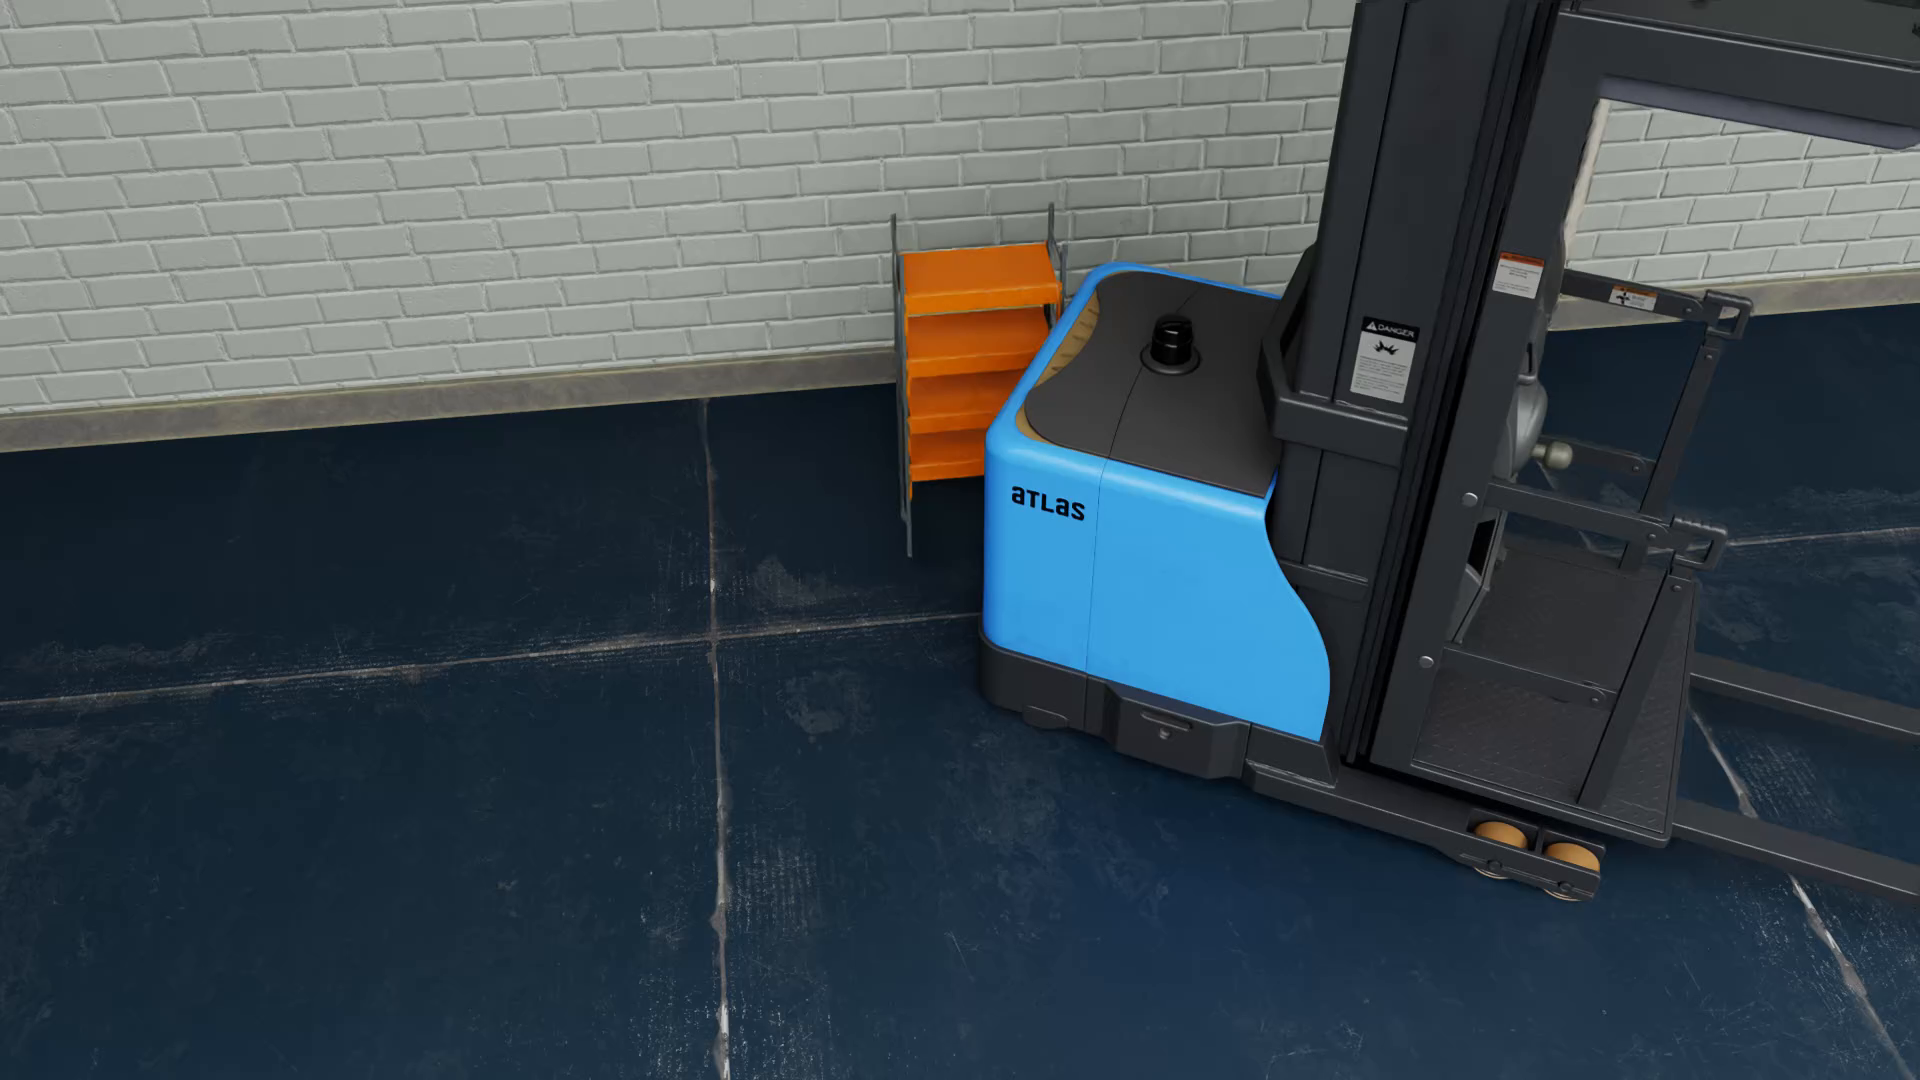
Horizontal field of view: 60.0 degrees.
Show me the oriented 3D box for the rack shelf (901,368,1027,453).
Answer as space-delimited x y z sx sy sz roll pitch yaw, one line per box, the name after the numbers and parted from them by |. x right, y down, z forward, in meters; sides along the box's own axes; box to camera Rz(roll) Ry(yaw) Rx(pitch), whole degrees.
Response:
0.054 -0.439 5.441 0.480 0.148 0.258 -5 42 -6 | rack shelf

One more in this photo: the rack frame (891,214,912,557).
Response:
-0.187 -0.467 5.372 0.015 1.200 0.240 -5 42 -6 | rack frame

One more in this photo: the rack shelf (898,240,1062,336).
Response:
0.054 -0.781 5.133 0.480 0.148 0.258 -5 42 -6 | rack shelf

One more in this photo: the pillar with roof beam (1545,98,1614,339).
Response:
2.581 -1.210 0.373 0.400 9.000 9.100 -5 42 -6 | pillar with roof beam

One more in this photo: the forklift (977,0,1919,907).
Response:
1.621 -0.491 4.106 3.031 2.935 1.130 16 44 17 | forklift

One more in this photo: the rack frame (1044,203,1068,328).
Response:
0.296 -0.511 5.421 0.015 1.200 0.240 -5 42 -6 | rack frame

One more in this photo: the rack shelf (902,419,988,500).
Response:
0.054 -0.291 5.574 0.480 0.148 0.258 -5 42 -6 | rack shelf

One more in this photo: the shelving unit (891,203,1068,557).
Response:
0.054 -0.489 5.396 0.503 1.200 0.258 -5 42 -6 | shelving unit

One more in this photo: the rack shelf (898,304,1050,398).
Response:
0.054 -0.605 5.291 0.480 0.148 0.258 -5 42 -6 | rack shelf
